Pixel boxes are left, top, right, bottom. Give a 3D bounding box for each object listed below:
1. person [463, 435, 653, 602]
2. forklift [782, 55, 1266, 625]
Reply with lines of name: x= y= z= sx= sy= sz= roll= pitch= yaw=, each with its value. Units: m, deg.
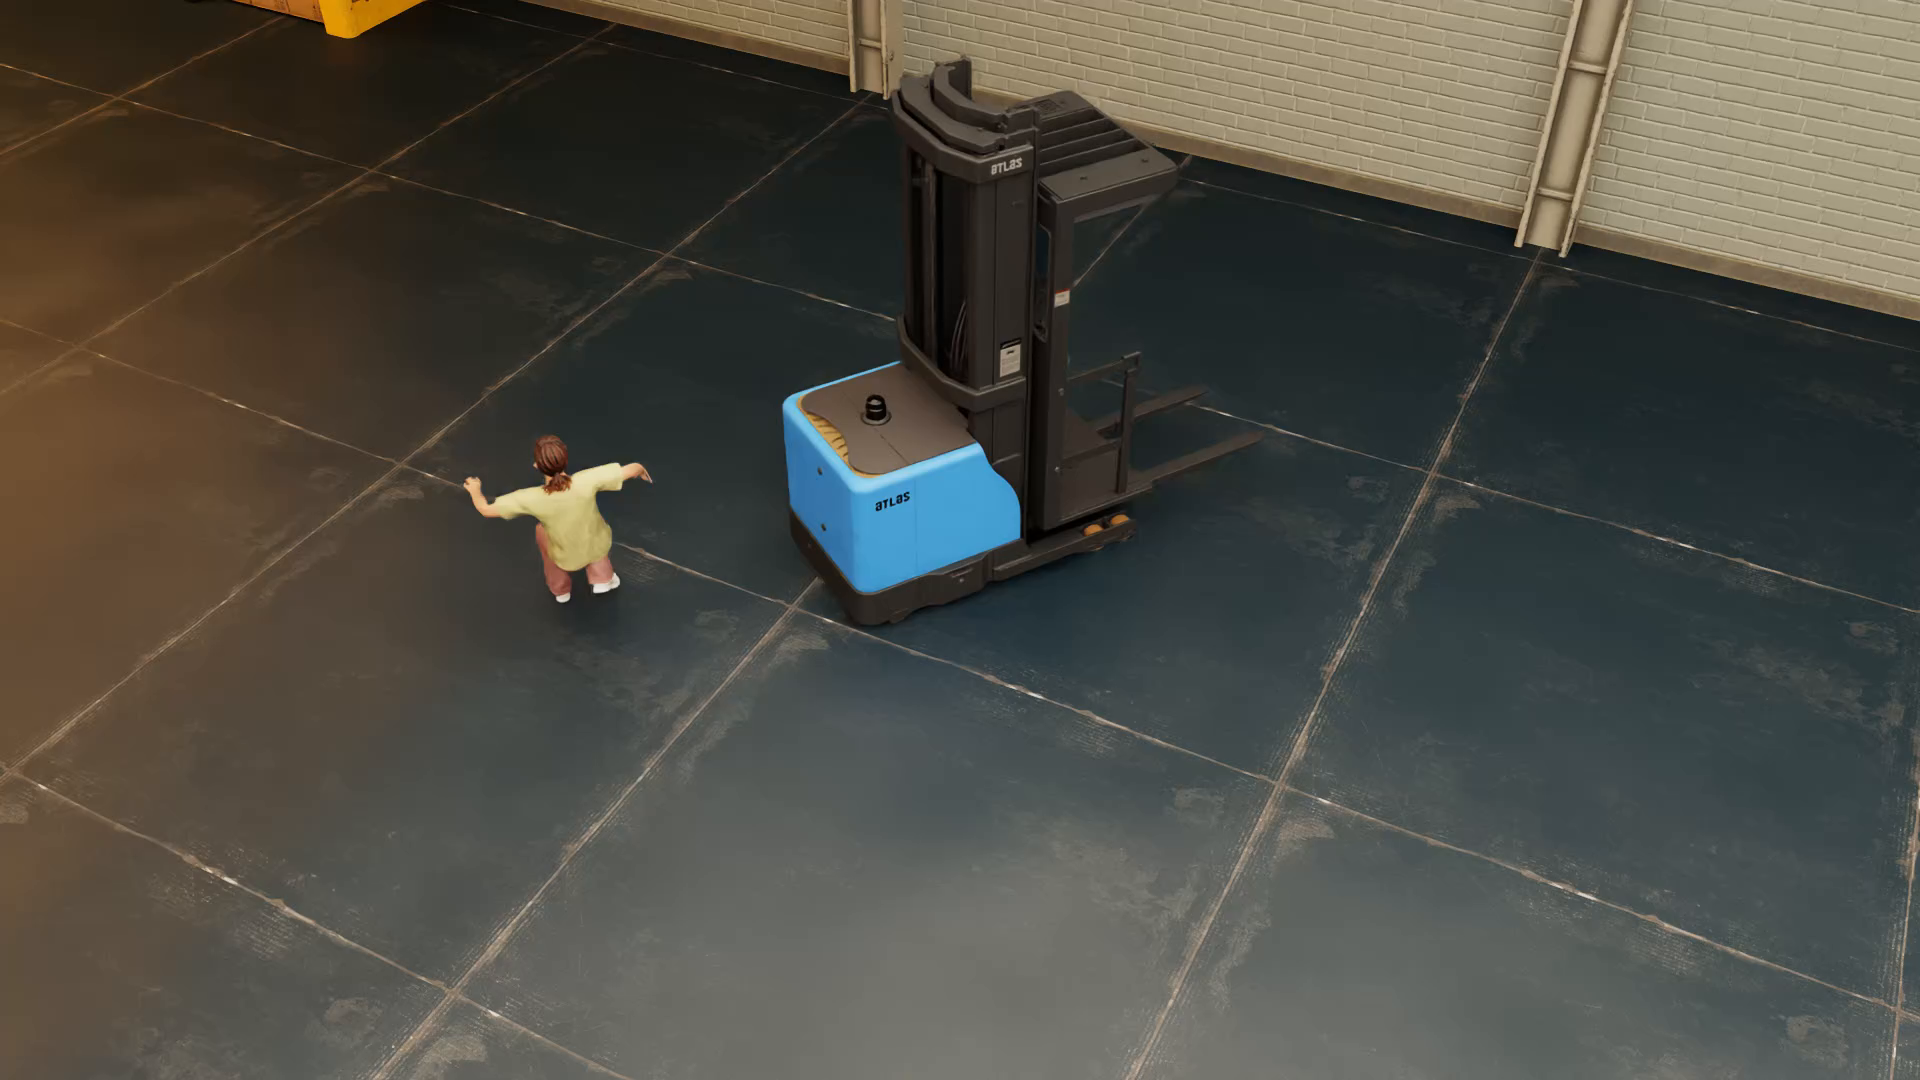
person: x=-2.204 y=-0.139 z=9.308 sx=0.963 sy=1.439 sz=0.843 roll=-21 pitch=44 yaw=-23
forklift: x=0.495 y=-1.325 z=9.560 sx=3.031 sy=2.935 sz=1.130 roll=-20 pitch=44 yaw=-22
